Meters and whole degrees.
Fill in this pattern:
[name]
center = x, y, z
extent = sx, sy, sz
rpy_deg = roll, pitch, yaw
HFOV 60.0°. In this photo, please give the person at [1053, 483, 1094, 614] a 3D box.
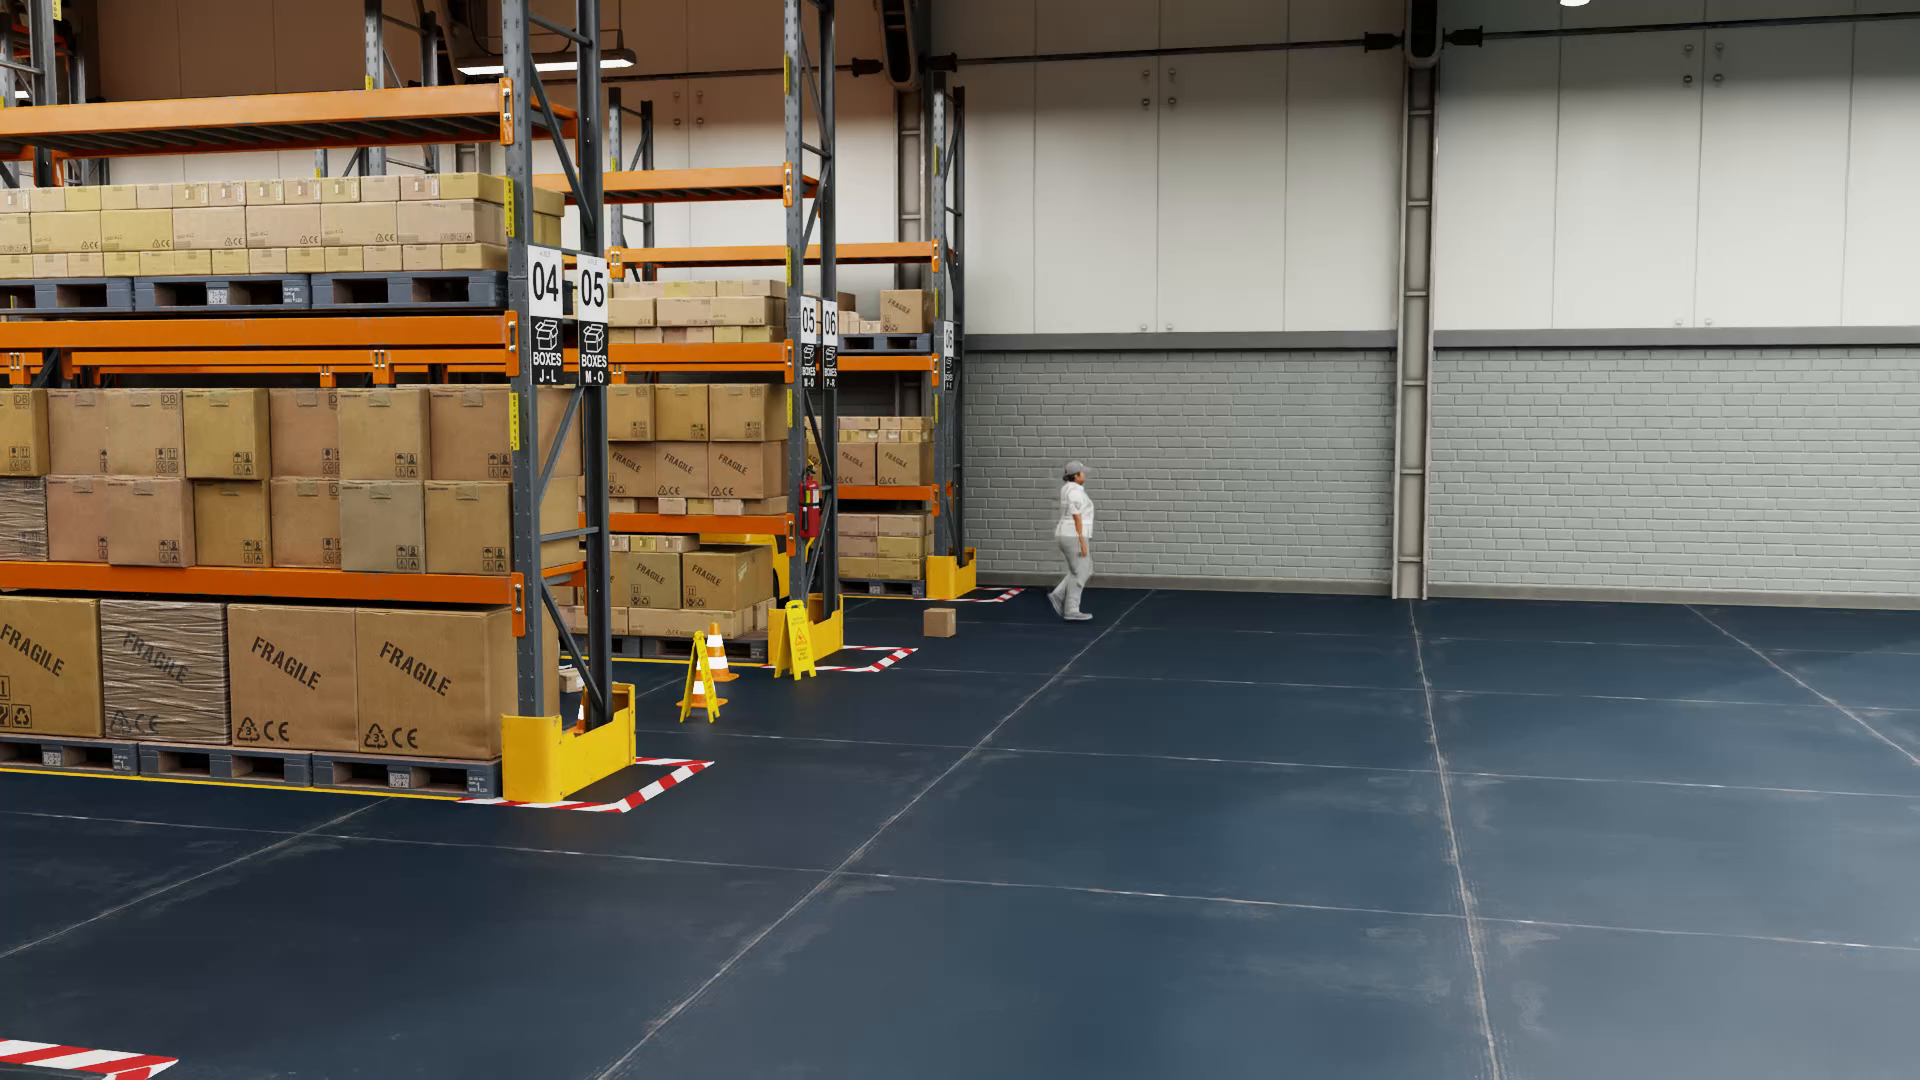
[person]
center = 1.193, 0.088, 17.249
extent = 0.437, 1.357, 0.452
rpy_deg = -1, 5, -7
